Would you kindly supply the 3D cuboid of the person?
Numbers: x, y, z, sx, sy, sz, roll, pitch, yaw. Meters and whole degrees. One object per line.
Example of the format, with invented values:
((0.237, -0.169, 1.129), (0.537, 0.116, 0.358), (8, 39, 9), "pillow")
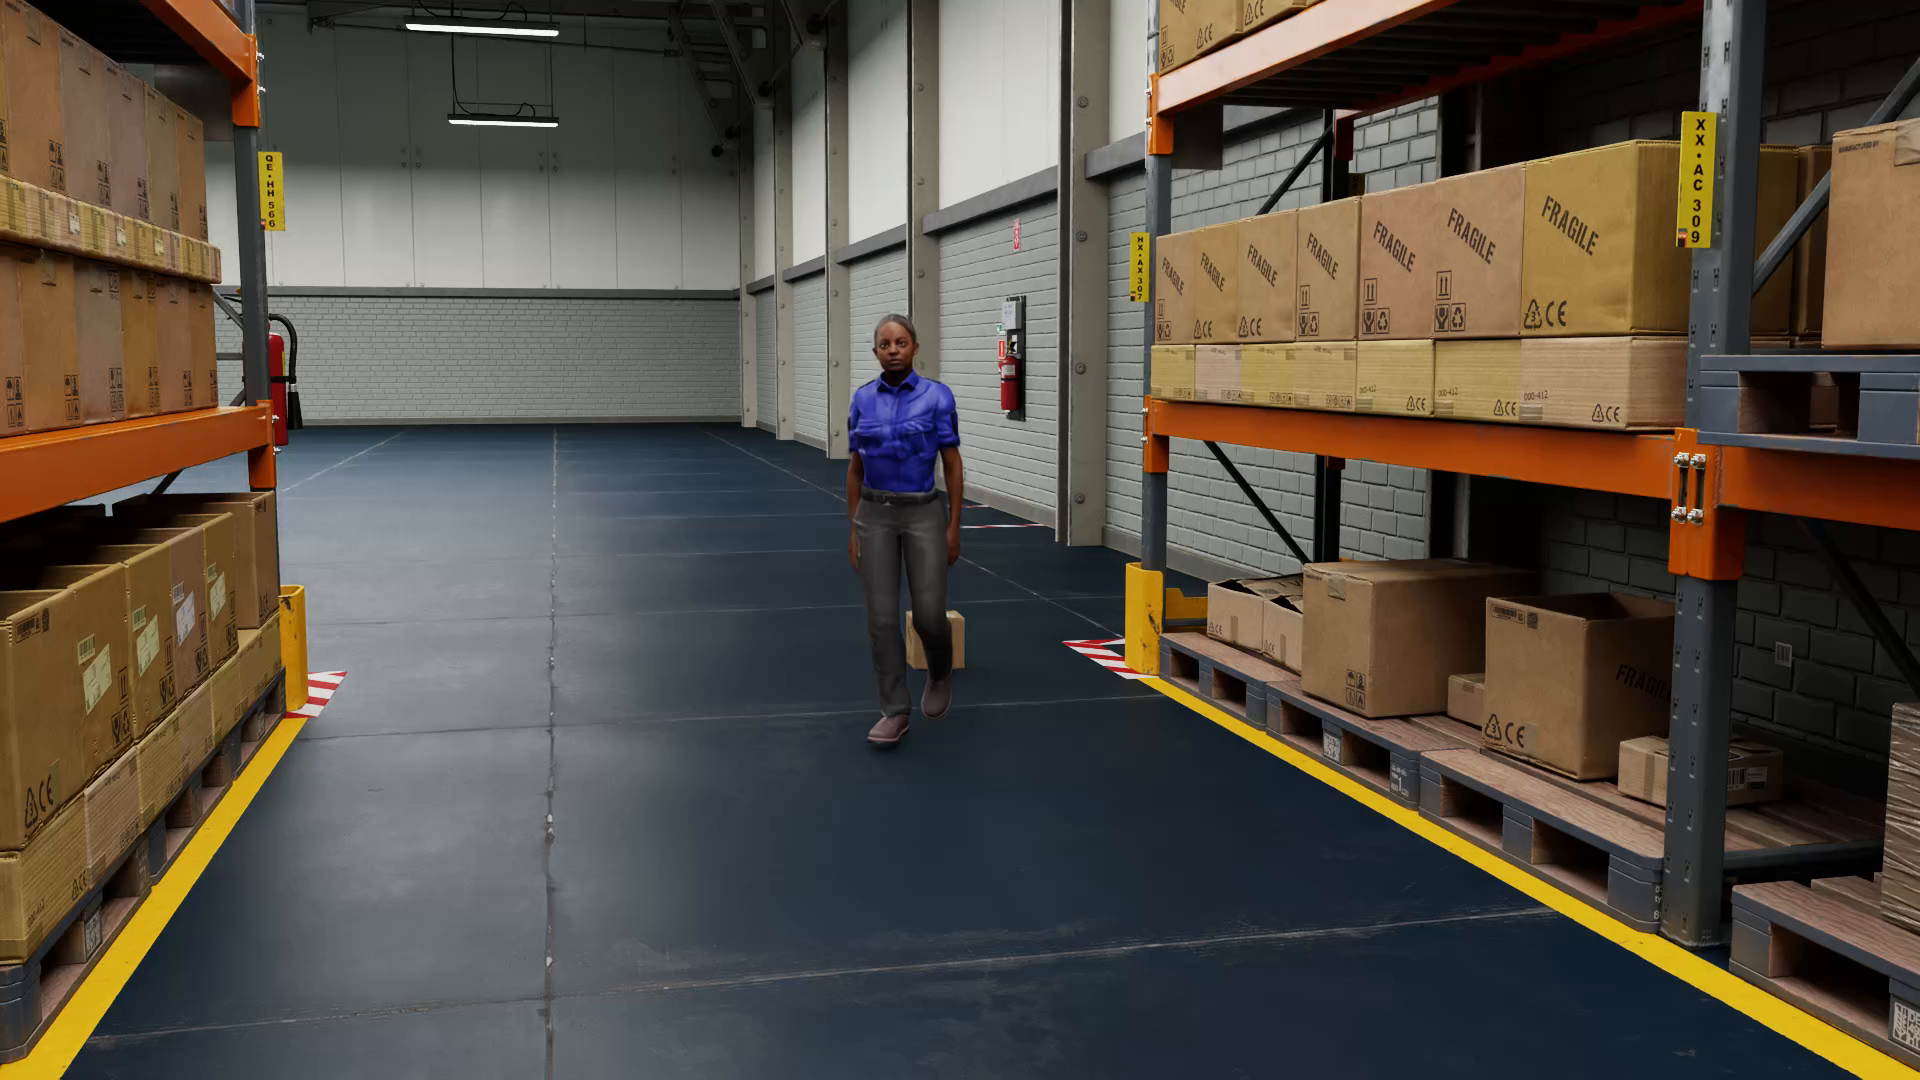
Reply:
((-0.207, -0.055, 6.501), (0.455, 1.642, 0.545), (1, 6, 12), "person")
